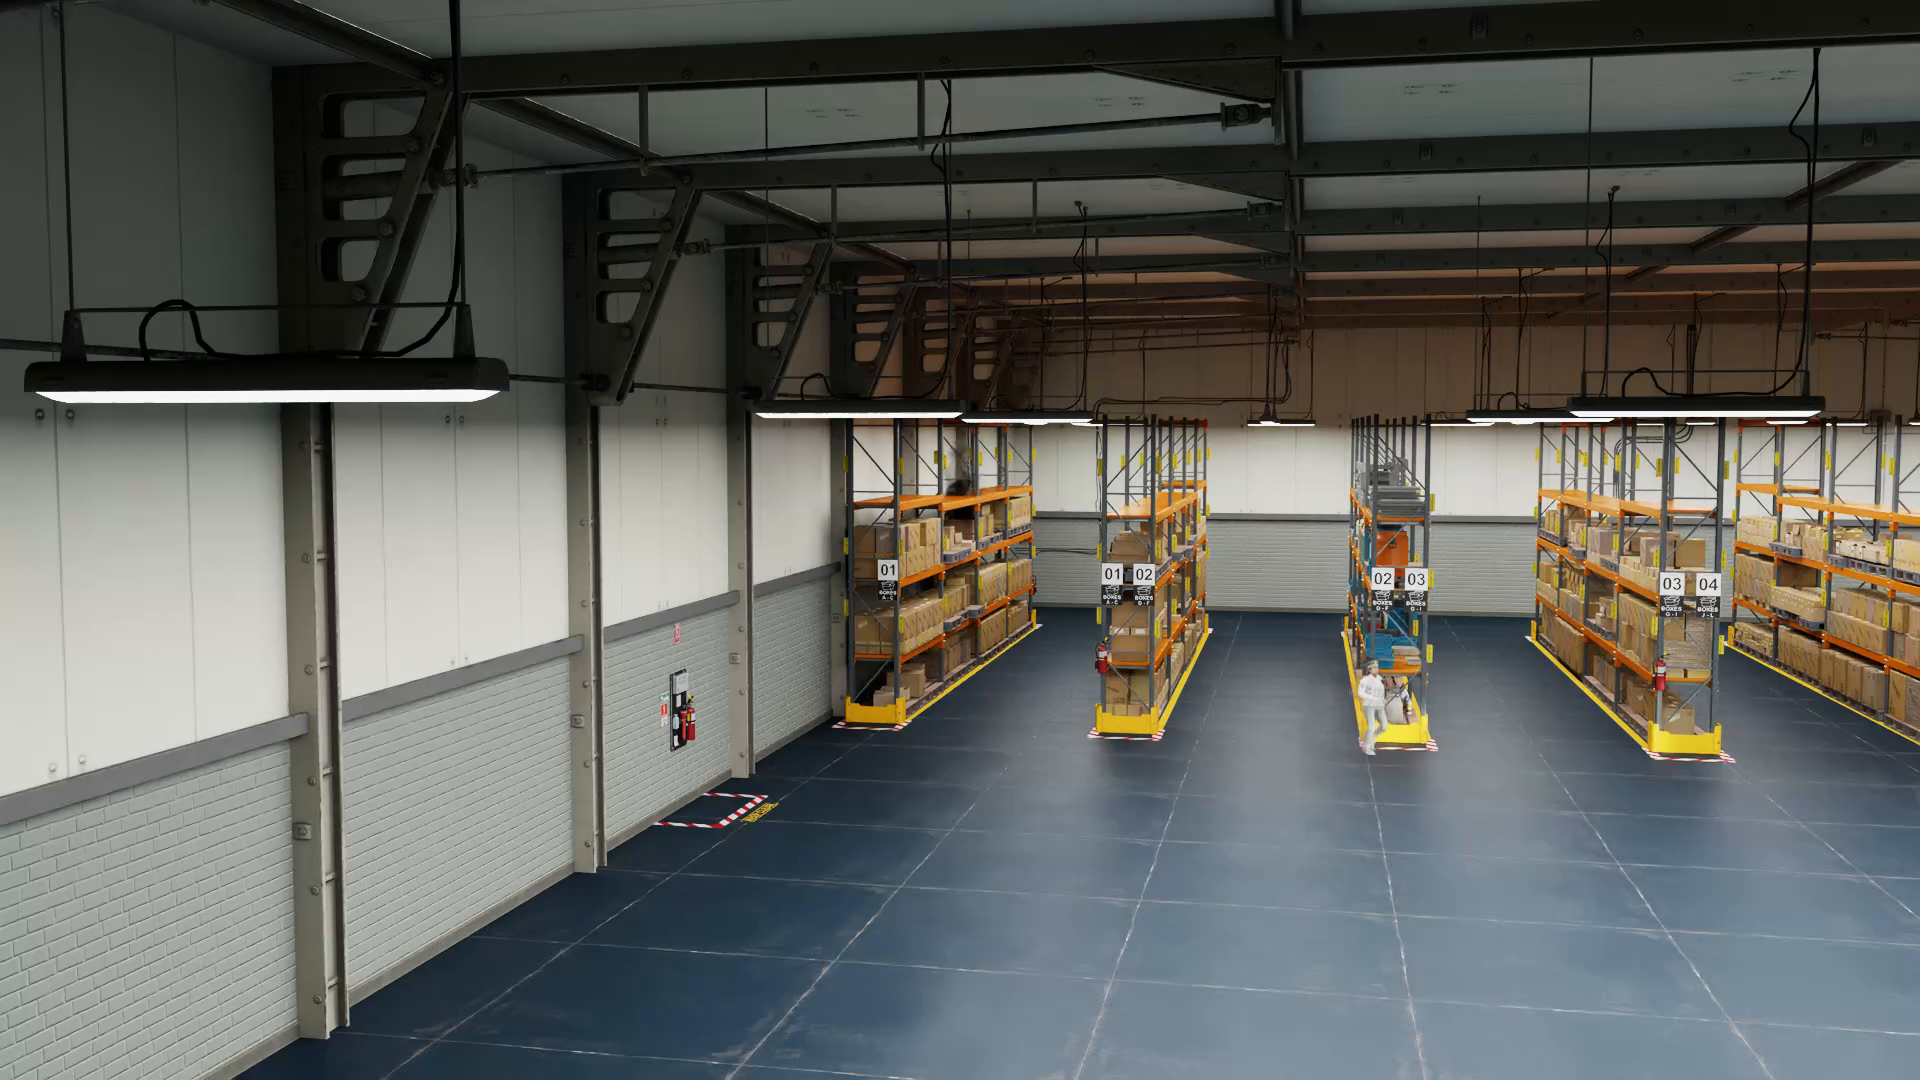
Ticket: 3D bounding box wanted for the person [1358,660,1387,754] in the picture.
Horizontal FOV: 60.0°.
[{"bbox_3d":[7.307,2.938,29.236,0.621,1.670,0.505,-2,4,-27],"label":"person"}]
